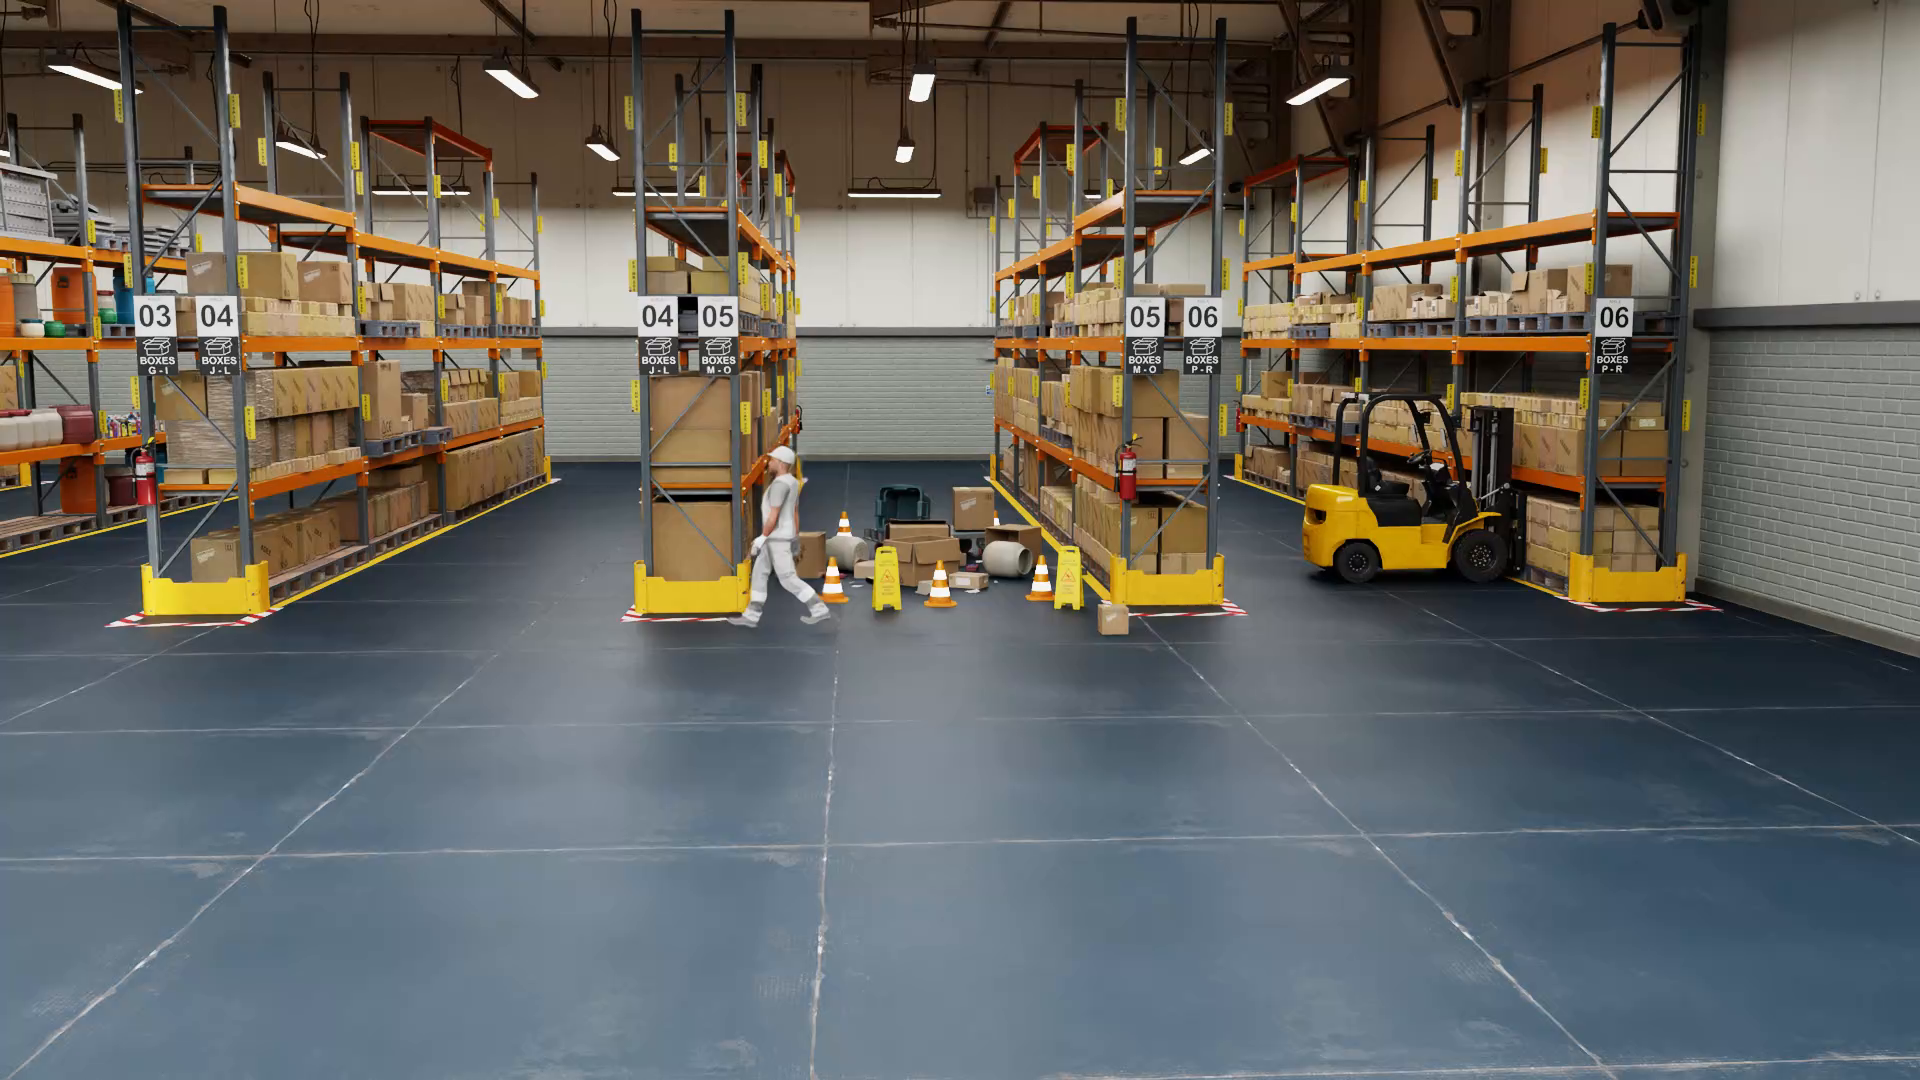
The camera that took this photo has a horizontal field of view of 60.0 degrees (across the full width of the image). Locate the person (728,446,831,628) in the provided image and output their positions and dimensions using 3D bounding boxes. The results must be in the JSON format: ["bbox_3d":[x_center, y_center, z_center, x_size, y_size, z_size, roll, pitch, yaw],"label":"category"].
[{"bbox_3d":[-1.731,-0.015,15.769,1.026,1.749,0.580,0,7,4],"label":"person"}]
